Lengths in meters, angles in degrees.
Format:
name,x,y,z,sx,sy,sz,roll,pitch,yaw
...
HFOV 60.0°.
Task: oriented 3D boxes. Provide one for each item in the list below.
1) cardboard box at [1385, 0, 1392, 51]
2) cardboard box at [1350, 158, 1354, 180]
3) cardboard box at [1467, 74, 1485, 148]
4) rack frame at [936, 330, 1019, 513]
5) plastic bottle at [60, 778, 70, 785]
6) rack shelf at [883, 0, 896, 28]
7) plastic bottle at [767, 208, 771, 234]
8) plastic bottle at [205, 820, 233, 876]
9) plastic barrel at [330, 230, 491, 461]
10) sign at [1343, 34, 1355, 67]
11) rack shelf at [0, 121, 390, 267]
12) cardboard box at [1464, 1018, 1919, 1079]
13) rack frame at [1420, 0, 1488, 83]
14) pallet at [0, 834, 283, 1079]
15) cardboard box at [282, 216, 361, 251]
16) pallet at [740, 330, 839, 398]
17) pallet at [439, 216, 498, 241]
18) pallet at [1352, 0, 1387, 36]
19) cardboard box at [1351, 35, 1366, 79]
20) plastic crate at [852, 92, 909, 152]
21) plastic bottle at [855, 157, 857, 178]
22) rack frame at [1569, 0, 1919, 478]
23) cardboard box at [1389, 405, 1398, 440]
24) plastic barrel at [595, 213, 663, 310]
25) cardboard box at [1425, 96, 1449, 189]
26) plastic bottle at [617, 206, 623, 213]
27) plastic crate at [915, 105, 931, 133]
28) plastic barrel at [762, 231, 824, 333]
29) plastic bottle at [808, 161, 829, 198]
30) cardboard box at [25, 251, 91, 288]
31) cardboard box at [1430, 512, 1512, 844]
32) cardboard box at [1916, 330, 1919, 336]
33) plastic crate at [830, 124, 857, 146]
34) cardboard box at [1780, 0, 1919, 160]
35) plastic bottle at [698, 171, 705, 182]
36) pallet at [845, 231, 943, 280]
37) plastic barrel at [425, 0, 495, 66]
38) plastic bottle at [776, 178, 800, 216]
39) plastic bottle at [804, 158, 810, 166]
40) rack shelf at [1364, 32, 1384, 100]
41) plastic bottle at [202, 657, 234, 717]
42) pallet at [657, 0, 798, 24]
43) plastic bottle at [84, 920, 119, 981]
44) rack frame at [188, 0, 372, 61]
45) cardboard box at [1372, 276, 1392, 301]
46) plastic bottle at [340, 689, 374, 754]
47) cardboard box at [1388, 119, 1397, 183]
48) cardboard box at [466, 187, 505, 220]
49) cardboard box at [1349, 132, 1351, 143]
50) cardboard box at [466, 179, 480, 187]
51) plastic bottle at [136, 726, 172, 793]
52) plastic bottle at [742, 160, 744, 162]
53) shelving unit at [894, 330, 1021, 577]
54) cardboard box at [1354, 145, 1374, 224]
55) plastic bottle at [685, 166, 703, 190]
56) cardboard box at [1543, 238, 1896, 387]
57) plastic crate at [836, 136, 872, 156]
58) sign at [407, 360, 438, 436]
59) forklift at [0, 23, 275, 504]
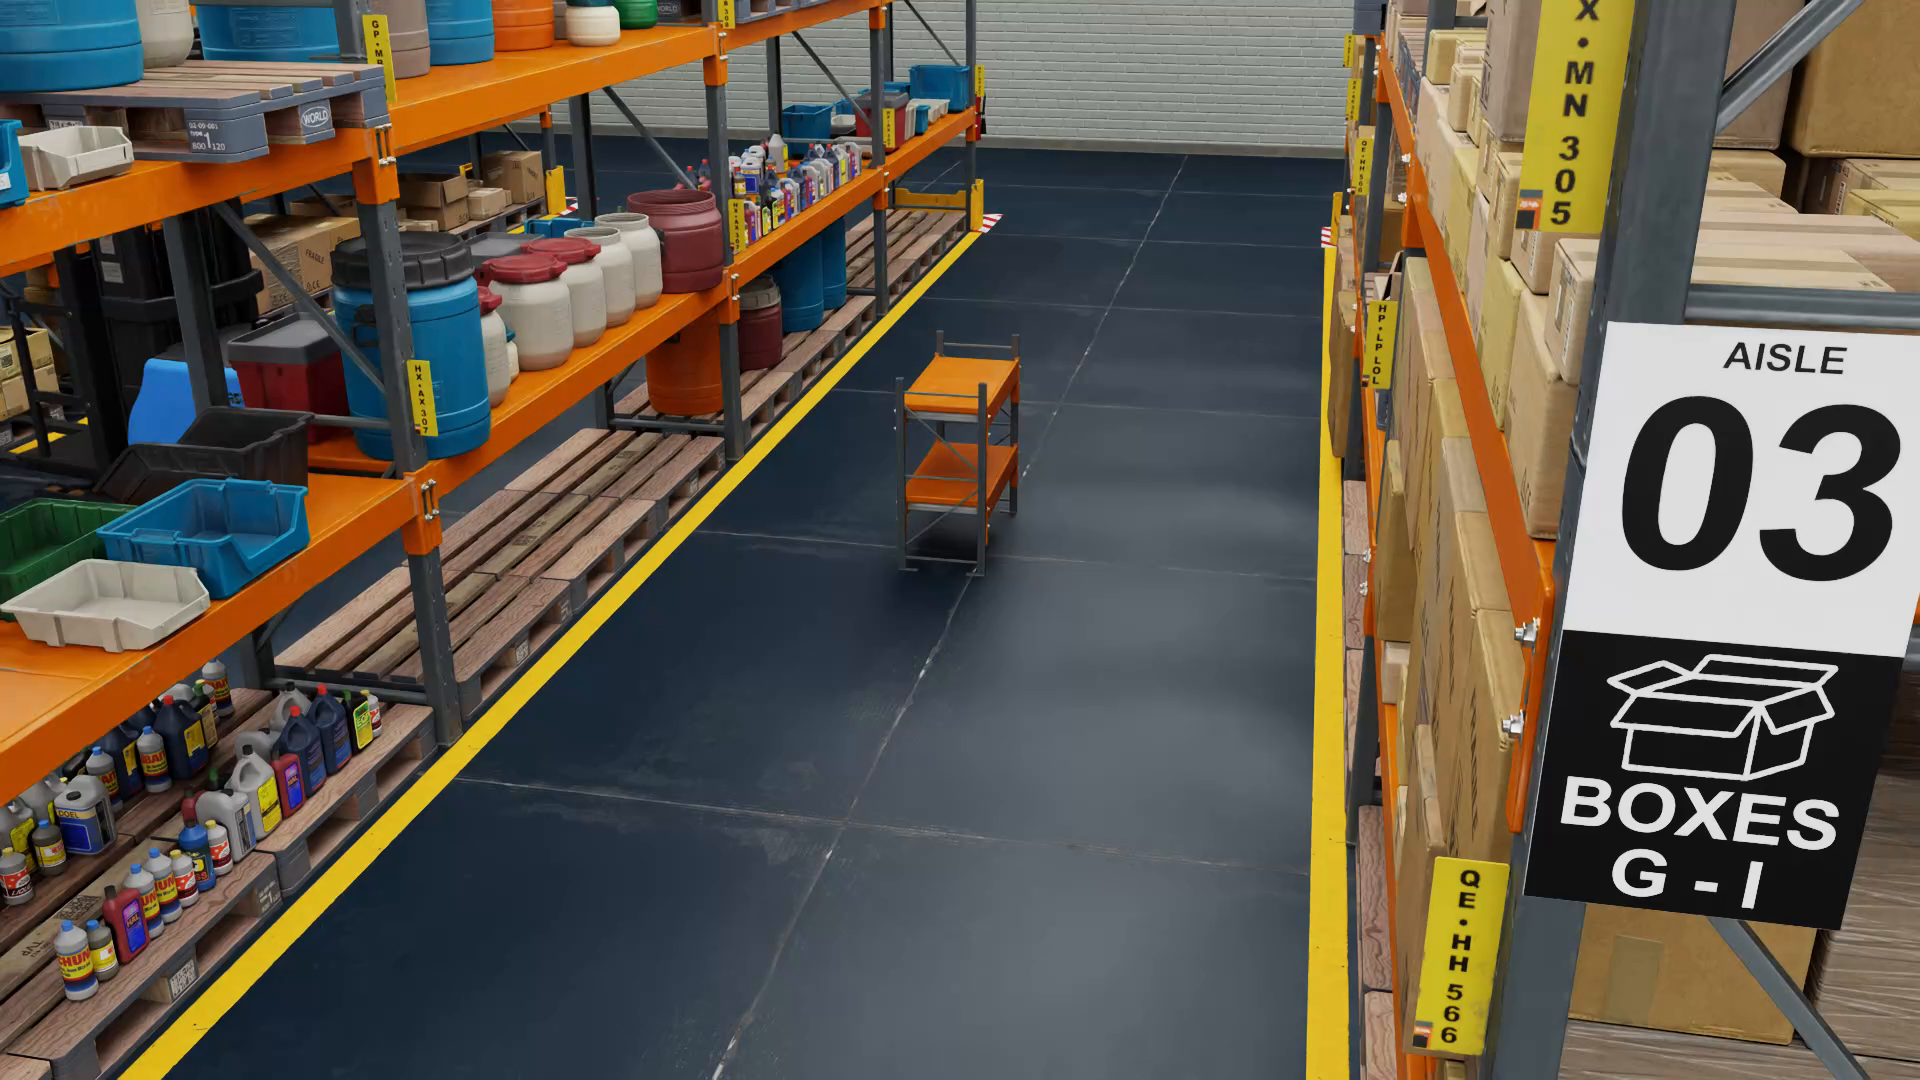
name,x,y,z,sx,sy,sz,roll,pitch,yaw
cardboard box,2.541,-2.763,8.885,0.500,0.250,0.500,5,22,12
cardboard box,3.444,-3.077,13.814,0.380,0.149,0.250,5,22,11
cardboard box,1.473,-1.063,4.129,0.380,0.149,0.250,4,22,10
rack frame,0.105,-0.710,10.111,0.500,1.125,0.032,4,22,11
plastic bottle,-3.469,1.020,6.463,0.097,0.201,0.097,0,22,0
rack shelf,-0.738,-5.224,15.756,1.077,0.370,4.000,4,22,11
plastic bottle,-1.385,-2.271,11.744,0.097,0.201,0.097,0,22,0
plastic bottle,-2.767,1.136,6.176,0.097,0.201,0.097,0,22,0
plastic barrel,-2.403,-0.859,7.301,0.600,0.901,0.708,4,22,11
sign,3.977,-5.002,16.995,0.100,0.325,0.005,4,22,11
rack shelf,-3.187,-0.835,4.859,1.077,0.370,4.000,4,22,11
cardboard box,1.393,0.948,2.951,0.875,0.500,0.500,4,22,11
rack frame,2.070,-2.914,5.043,1.000,3.000,0.127,4,22,11
pallet,-3.203,1.475,5.909,1.003,0.211,1.213,4,22,11
cardboard box,-5.815,-2.656,15.189,0.500,0.500,0.500,4,22,11
pallet,-1.591,-1.414,13.083,1.003,0.211,1.213,4,22,11
pallet,-5.607,-3.218,17.562,1.003,0.211,1.213,4,22,11
pallet,2.966,-3.137,9.866,1.213,0.211,1.003,6,23,13
cardboard box,4.055,-4.598,16.054,0.500,0.500,0.500,4,22,10
plastic crate,-0.718,-3.799,15.106,0.402,0.464,0.583,4,22,11
plastic bottle,-0.907,-3.129,13.873,0.097,0.201,0.097,0,22,0
rack frame,1.254,-1.451,1.411,1.000,3.000,0.127,4,22,11
cardboard box,1.918,-0.156,5.693,0.875,0.500,0.500,4,22,11
plastic barrel,-1.963,-1.631,9.738,0.421,0.512,0.421,0,22,0
cardboard box,1.625,-1.114,4.790,0.500,0.250,0.500,4,22,10
plastic bottle,-2.297,-2.098,11.203,0.061,0.283,0.133,4,22,11
plastic crate,-0.498,-4.077,16.105,0.416,0.233,0.300,4,22,11
plastic barrel,-1.418,-2.199,13.546,0.600,0.901,0.708,4,22,11
plastic bottle,-1.115,-2.841,13.058,0.152,0.276,0.135,4,22,11
cardboard box,-6.842,-2.124,12.865,0.500,0.250,0.500,5,23,13
cardboard box,1.221,0.280,3.272,0.500,0.500,0.500,4,22,11
cardboard box,1.605,-0.146,2.388,0.500,0.250,0.500,5,22,13
plastic crate,-1.181,-3.764,15.473,0.437,0.125,0.590,4,22,11
cardboard box,1.821,-0.998,3.100,0.500,0.500,0.500,4,22,11
plastic bottle,-1.940,-2.628,12.519,0.061,0.283,0.133,4,22,11
pallet,-0.787,-2.860,16.673,1.003,0.211,1.213,4,22,11
plastic barrel,-2.620,-2.813,8.138,0.600,0.901,0.708,4,22,11
plastic bottle,-1.275,-2.555,12.348,0.152,0.276,0.135,4,22,11
plastic bottle,-1.213,-2.891,13.188,0.097,0.271,0.097,0,22,0
rack shelf,3.295,-3.383,11.186,1.077,0.370,4.000,4,22,11
plastic bottle,-3.273,0.636,7.322,0.097,0.271,0.097,0,22,0
pallet,-1.710,-3.548,10.885,1.003,0.211,1.213,4,22,11
plastic bottle,-2.899,1.371,5.591,0.097,0.201,0.097,0,22,0
rack frame,-2.778,-3.291,5.980,1.000,3.000,0.127,4,22,11
cardboard box,2.319,-1.124,8.267,0.500,0.250,0.500,4,22,9
plastic bottle,-2.554,0.748,7.027,0.061,0.283,0.133,6,23,14
cardboard box,3.187,-2.610,10.842,0.797,0.503,0.637,5,22,12
cardboard box,-5.271,-3.642,17.973,0.500,0.250,0.500,4,22,11
cardboard box,3.759,-3.640,15.212,0.380,0.149,0.250,5,22,12
cardboard box,-5.669,-3.845,18.477,0.500,0.250,0.500,4,22,11
plastic bottle,-3.261,0.879,6.720,0.097,0.271,0.097,0,22,0
plastic bottle,-1.758,-2.992,13.534,0.097,0.201,0.097,0,22,0
shelving unit,0.001,-0.524,9.650,0.538,1.125,1.048,4,22,11
cardboard box,3.160,-2.587,12.128,0.500,0.500,0.500,4,22,10
plastic bottle,-1.991,-2.602,12.365,0.144,0.351,0.185,4,22,11
cardboard box,1.005,-0.300,2.236,0.380,0.149,0.250,4,22,11
plastic crate,-0.911,-3.499,14.799,0.396,0.136,0.243,4,22,11
sign,-2.242,-0.591,6.935,0.100,0.325,0.005,4,22,11
forklift,-5.153,-1.671,10.080,3.031,2.935,1.130,9,23,20
